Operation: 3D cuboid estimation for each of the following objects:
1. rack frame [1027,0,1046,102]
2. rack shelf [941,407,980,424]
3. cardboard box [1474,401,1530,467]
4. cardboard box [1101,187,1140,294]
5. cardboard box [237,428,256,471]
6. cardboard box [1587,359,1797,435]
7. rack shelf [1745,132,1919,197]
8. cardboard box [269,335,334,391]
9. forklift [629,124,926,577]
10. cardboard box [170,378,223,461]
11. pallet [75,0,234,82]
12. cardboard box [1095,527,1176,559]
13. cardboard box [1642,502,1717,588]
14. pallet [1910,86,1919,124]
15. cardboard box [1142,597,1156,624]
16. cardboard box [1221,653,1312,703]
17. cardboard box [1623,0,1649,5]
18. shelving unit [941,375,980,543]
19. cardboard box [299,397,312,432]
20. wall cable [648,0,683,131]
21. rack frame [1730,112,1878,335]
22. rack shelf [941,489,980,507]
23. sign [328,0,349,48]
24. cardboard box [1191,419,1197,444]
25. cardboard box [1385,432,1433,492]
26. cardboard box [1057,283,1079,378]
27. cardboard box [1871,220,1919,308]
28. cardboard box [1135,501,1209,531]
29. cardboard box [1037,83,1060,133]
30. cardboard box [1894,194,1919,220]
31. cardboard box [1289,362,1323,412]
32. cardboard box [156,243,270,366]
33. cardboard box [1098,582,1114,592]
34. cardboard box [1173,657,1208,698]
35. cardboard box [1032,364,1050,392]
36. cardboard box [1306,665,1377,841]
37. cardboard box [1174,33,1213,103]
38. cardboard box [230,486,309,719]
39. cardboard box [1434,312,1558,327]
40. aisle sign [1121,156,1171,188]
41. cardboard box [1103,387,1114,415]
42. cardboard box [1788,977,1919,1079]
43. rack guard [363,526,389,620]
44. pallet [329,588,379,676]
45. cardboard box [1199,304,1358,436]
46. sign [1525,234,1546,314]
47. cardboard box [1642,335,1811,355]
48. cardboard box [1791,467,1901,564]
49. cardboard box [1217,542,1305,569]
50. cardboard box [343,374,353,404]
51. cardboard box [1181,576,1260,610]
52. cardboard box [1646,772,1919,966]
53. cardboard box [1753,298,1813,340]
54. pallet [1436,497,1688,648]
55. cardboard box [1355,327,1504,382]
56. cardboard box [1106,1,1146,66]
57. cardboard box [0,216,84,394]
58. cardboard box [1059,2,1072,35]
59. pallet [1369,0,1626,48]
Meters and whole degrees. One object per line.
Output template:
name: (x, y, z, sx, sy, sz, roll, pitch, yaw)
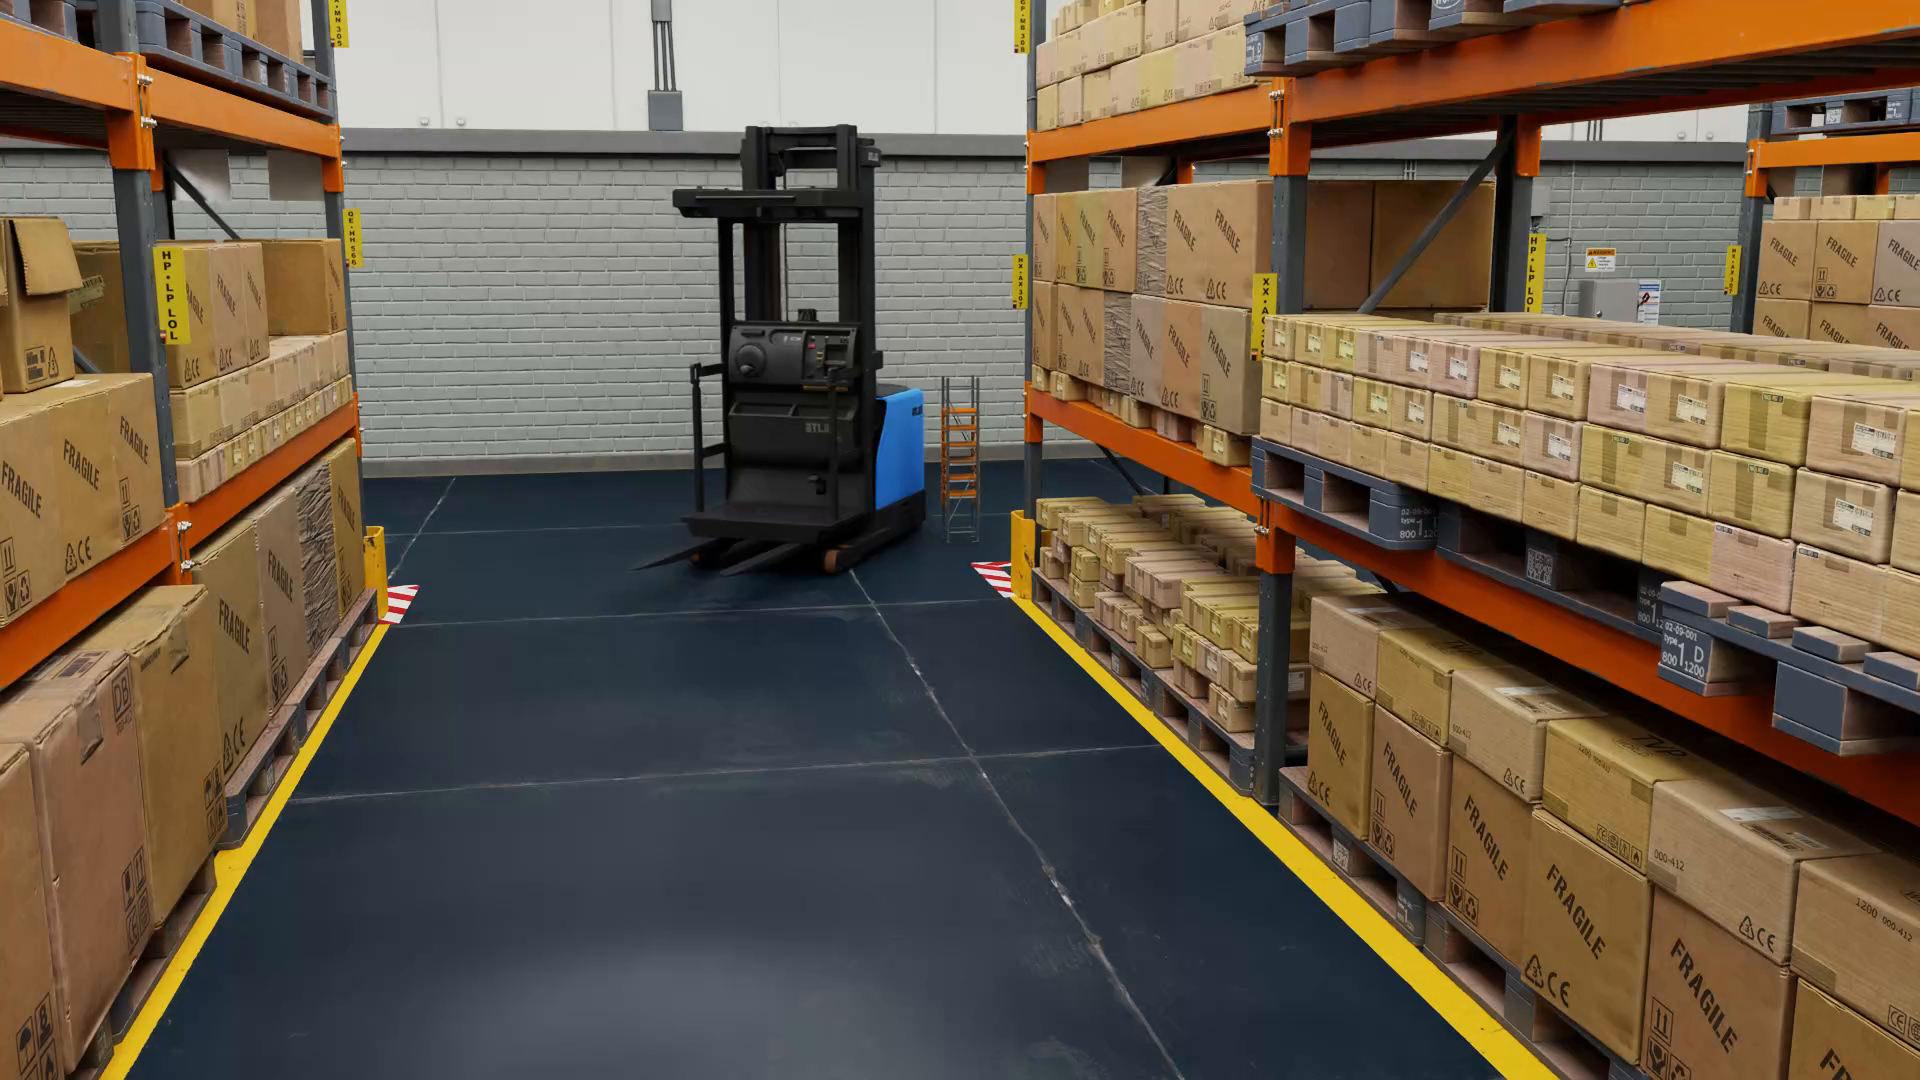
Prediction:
rack frame: (0.903, -4.118, 9.764, 1.000, 3.000, 0.127, -2, 11, -11)
rack shelf: (0.003, -0.897, 12.011, 0.258, 0.103, 0.180, -2, 11, -11)
cardboard box: (1.613, -0.290, 4.453, 0.380, 0.149, 0.250, -2, 11, -12)
cardboard box: (1.017, -1.483, 8.230, 0.500, 0.500, 0.500, -2, 11, -13)
cardboard box: (-3.091, -0.363, 6.752, 0.380, 0.149, 0.250, -2, 11, -13)
cardboard box: (1.720, -0.339, 3.914, 0.380, 0.149, 0.250, -2, 11, -11)
rack shelf: (6.128, -2.123, 9.228, 1.077, 0.370, 4.000, -2, 11, -11)
cardboard box: (-3.529, -0.909, 8.556, 0.500, 0.250, 0.500, -2, 11, -12)
forklift: (-1.212, -1.296, 11.168, 1.130, 2.935, 3.031, 4, 11, 18)
cardboard box: (-3.038, -0.443, 6.109, 0.500, 0.250, 0.500, -2, 11, -12)
pallet: (-3.352, -1.856, 6.138, 1.003, 0.211, 1.213, -2, 11, -11)
cardboard box: (0.941, 0.030, 8.925, 0.380, 0.149, 0.250, -2, 11, -9)
cardboard box: (1.771, 0.001, 3.716, 0.380, 0.149, 0.250, -2, 11, -12)
pallet: (6.134, -2.439, 9.205, 1.003, 0.211, 1.213, -2, 11, -11)
cardboard box: (1.120, 0.322, 8.190, 0.380, 0.149, 0.250, -3, 11, -14)
cardboard box: (1.308, 0.565, 6.913, 0.380, 0.149, 0.250, -2, 11, -10)
cardboard box: (1.896, -1.505, 3.790, 0.500, 0.500, 0.500, -2, 11, -11)
shelving unit: (0.003, -0.587, 12.070, 0.258, 1.200, 0.189, -2, 11, -11)
cardboard box: (-3.338, -0.597, 7.984, 0.380, 0.149, 0.250, -2, 11, -11)
wall cable: (-1.700, -6.699, 14.720, 2.277, 5.999, 0.120, -2, 11, -11)
rack frame: (5.739, -1.369, 11.368, 1.000, 3.000, 0.127, -2, 11, -11)
rack shelf: (0.003, -0.307, 12.124, 0.258, 0.103, 0.180, -2, 11, -11)
sign: (-3.447, -2.896, 9.209, 0.100, 0.325, 0.005, -2, 11, -11)
cardboard box: (1.263, -0.502, 7.482, 0.380, 0.149, 0.250, -2, 11, -13)
cardboard box: (1.509, -0.242, 4.992, 0.380, 0.149, 0.250, -3, 11, -14)
cardboard box: (0.849, -1.176, 9.291, 0.500, 0.500, 0.500, -2, 11, -11)
cardboard box: (5.768, -1.623, 9.757, 0.500, 0.500, 0.500, -2, 11, -11)
cardboard box: (1.247, -0.133, 9.782, 0.380, 0.149, 0.250, -2, 11, -10)
cardboard box: (0.740, -2.479, 9.577, 0.500, 0.250, 0.500, -2, 11, -9)
cardboard box: (5.767, -1.962, 9.805, 0.380, 0.149, 0.250, -2, 11, -10)
cardboard box: (1.359, -0.530, 5.710, 0.380, 0.149, 0.250, -2, 11, -12)
cardboard box: (-3.240, -0.999, 7.023, 0.500, 0.500, 0.500, -2, 11, -13)
cardboard box: (0.963, 0.316, 9.017, 0.380, 0.149, 0.250, -2, 11, -11)
cardboard box: (1.188, 0.601, 7.519, 0.380, 0.149, 0.250, -2, 11, -13)
cardboard box: (0.645, -0.976, 9.974, 0.380, 0.149, 0.250, -2, 11, -11)
cardboard box: (1.565, 0.730, 5.902, 0.500, 0.500, 0.500, -2, 11, -9)
cardboard box: (1.235, -2.009, 7.109, 0.500, 0.250, 0.500, -2, 11, -11)
cardboard box: (-3.428, 0.273, 7.298, 0.875, 0.875, 0.875, -2, 11, -11)
cardboard box: (1.951, -0.746, 6.050, 0.380, 0.149, 0.250, -2, 11, -8)
aisle sign: (1.183, -2.472, 10.210, 0.394, 0.787, 0.004, -2, 11, -11)
cardboard box: (0.969, -0.740, 8.734, 0.380, 0.149, 0.250, -2, 11, -12)
cardboard box: (2.075, 1.207, 3.395, 0.500, 0.500, 0.500, -2, 11, -11)
rack guard: (-3.986, 0.215, 9.731, 1.175, 0.500, 0.348, -2, 11, -11)
pallet: (-3.749, 0.505, 8.980, 1.003, 0.211, 1.213, -2, 11, -11)
cardboard box: (1.310, -0.711, 6.845, 0.500, 0.500, 0.500, -2, 11, -11)
sign: (2.225, -1.027, 6.472, 0.100, 0.325, 0.005, -2, 11, -11)
cardboard box: (2.204, -0.507, 4.793, 0.380, 0.149, 0.250, -3, 11, -14)
cardboard box: (1.863, -0.055, 3.218, 0.380, 0.149, 0.250, -2, 11, -9)
cardboard box: (1.539, 0.107, 8.524, 0.380, 0.149, 0.250, -2, 11, -11)
cardboard box: (-3.589, -0.832, 9.218, 0.380, 0.149, 0.250, -2, 11, -10)
cardboard box: (1.239, 0.268, 7.677, 0.380, 0.149, 0.250, -2, 11, -9)
cardboard box: (1.960, 0.742, 3.834, 0.500, 0.250, 0.500, -2, 11, -10)
cardboard box: (5.551, -1.320, 10.841, 0.500, 0.500, 0.500, -2, 11, -11)
pallet: (2.034, 0.029, 4.534, 1.003, 0.211, 1.213, -2, 11, -11)
cardboard box: (1.460, -0.579, 5.176, 0.380, 0.149, 0.250, -2, 11, -12)
cardboard box: (1.023, -2.445, 8.060, 0.500, 0.250, 0.500, -3, 11, -13)
cardboard box: (-3.071, -0.700, 4.903, 0.797, 0.503, 0.637, -2, 11, -12)
cardboard box: (0.756, -2.844, 9.094, 0.380, 0.149, 0.250, -2, 11, -11)
pallet: (1.902, -1.511, 4.594, 1.213, 0.211, 1.003, -2, 11, -11)
